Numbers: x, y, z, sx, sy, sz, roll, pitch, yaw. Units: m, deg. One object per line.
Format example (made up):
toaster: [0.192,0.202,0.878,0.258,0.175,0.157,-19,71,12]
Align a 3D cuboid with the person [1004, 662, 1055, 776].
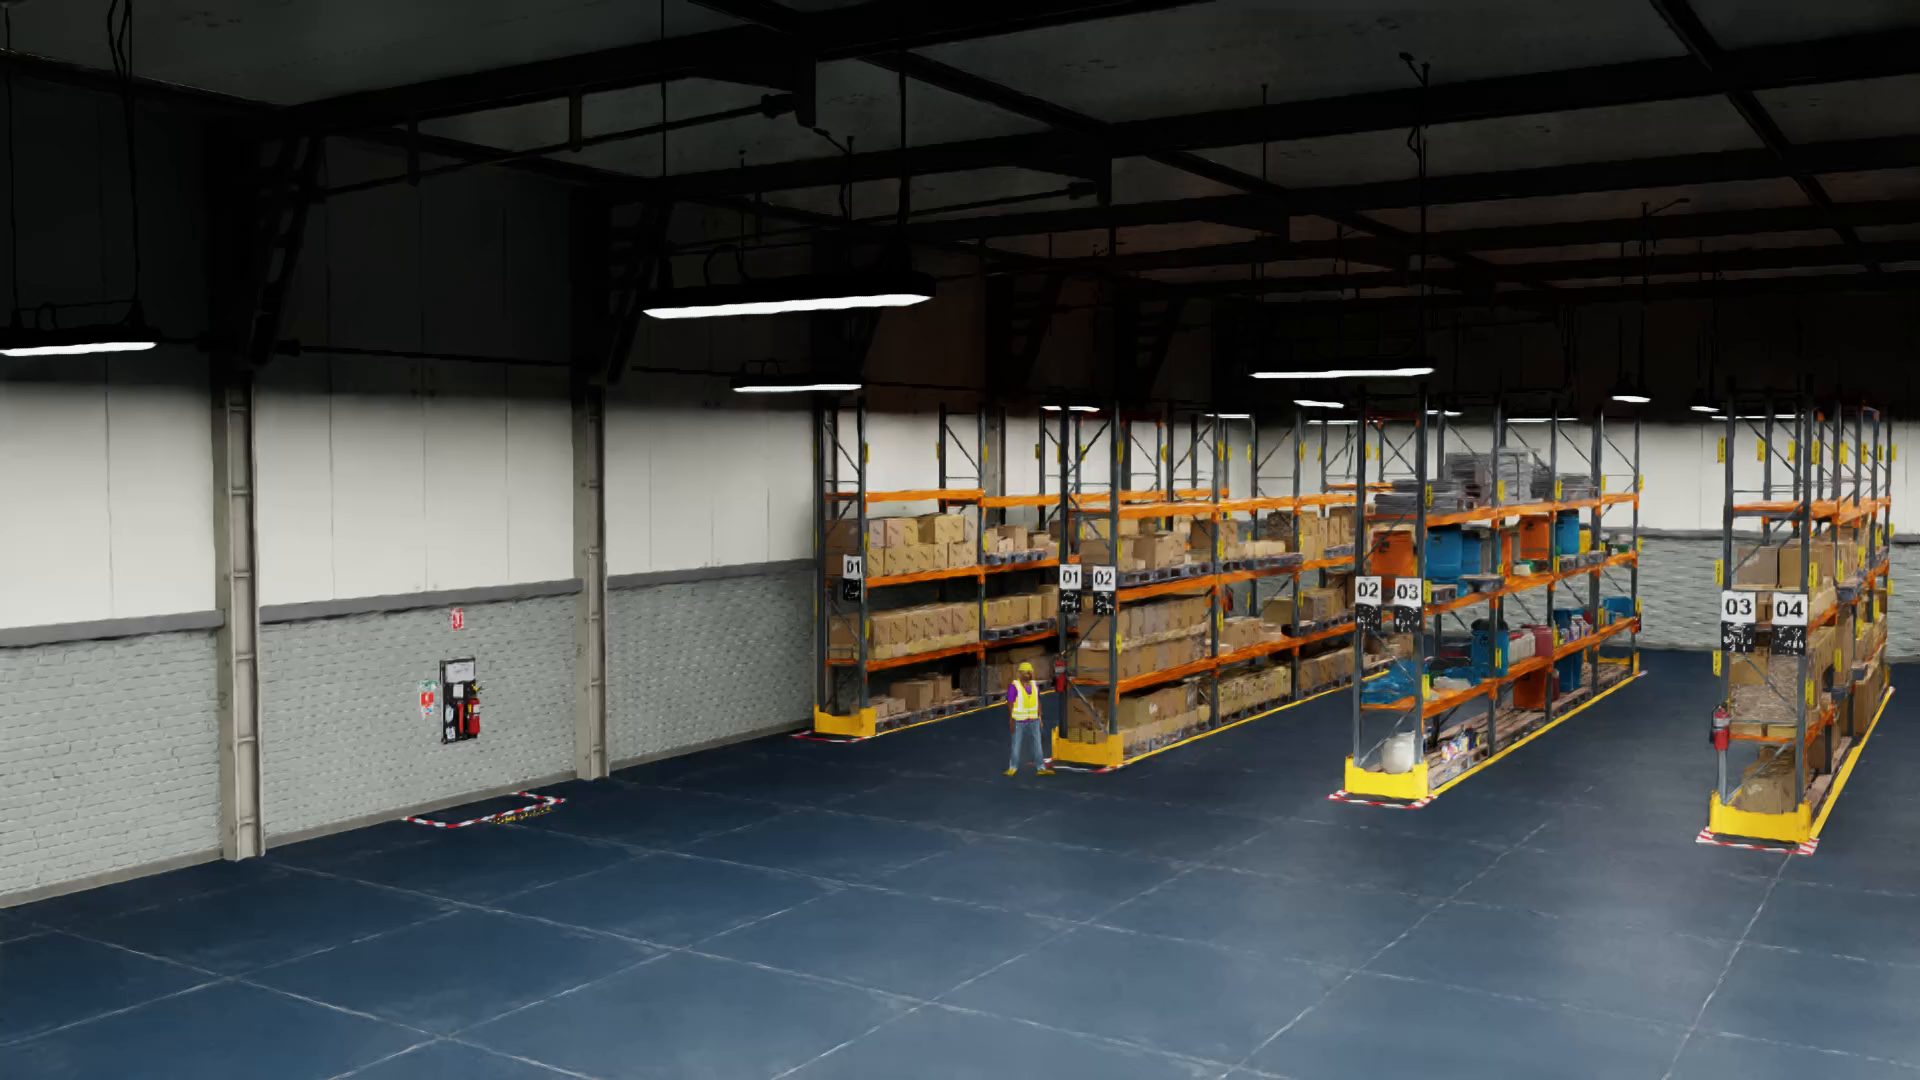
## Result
person: [1.044,2.760,25.664,0.723,1.758,0.532,-1,3,-24]
